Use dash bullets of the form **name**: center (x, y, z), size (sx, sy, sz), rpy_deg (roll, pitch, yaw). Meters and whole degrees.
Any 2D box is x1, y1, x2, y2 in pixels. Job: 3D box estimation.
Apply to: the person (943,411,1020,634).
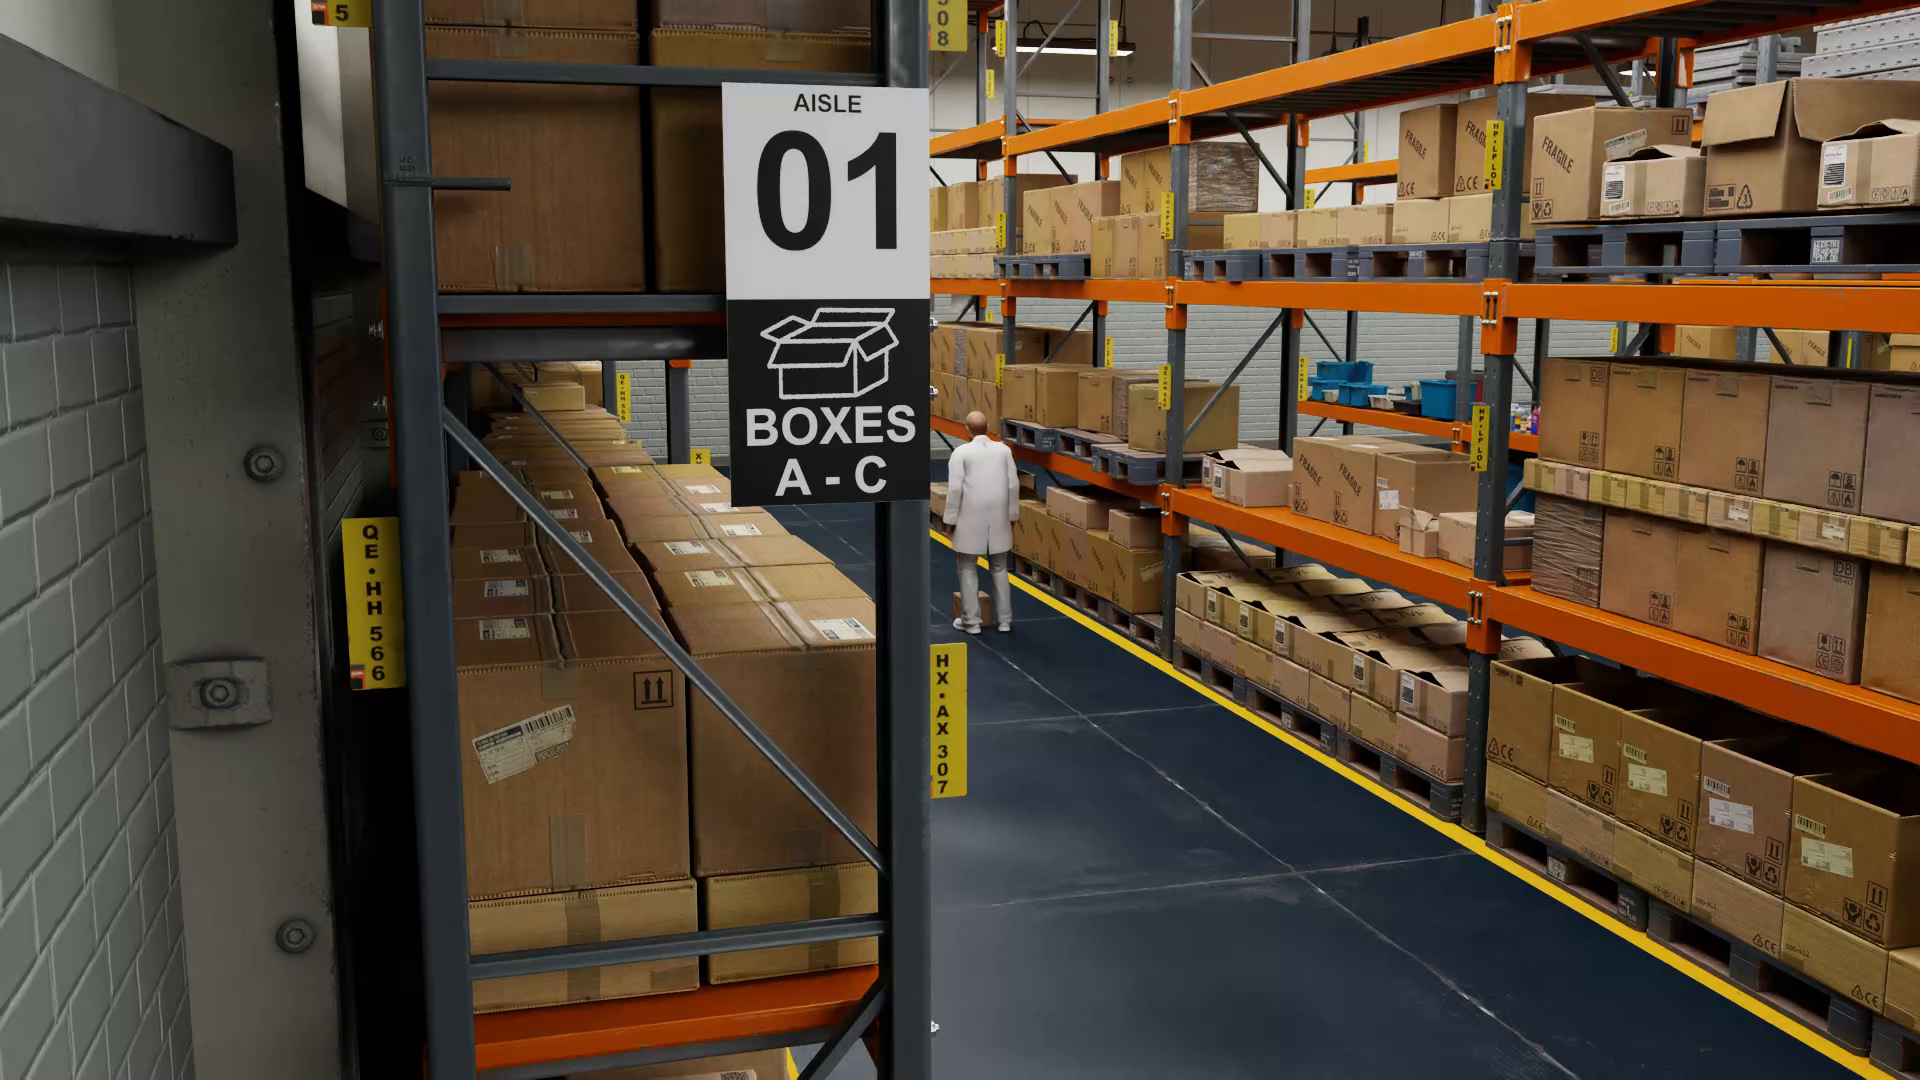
- **person**: center (0.168, -0.144, 13.325), size (0.645, 1.772, 0.429), rpy_deg (-3, 10, -19)
